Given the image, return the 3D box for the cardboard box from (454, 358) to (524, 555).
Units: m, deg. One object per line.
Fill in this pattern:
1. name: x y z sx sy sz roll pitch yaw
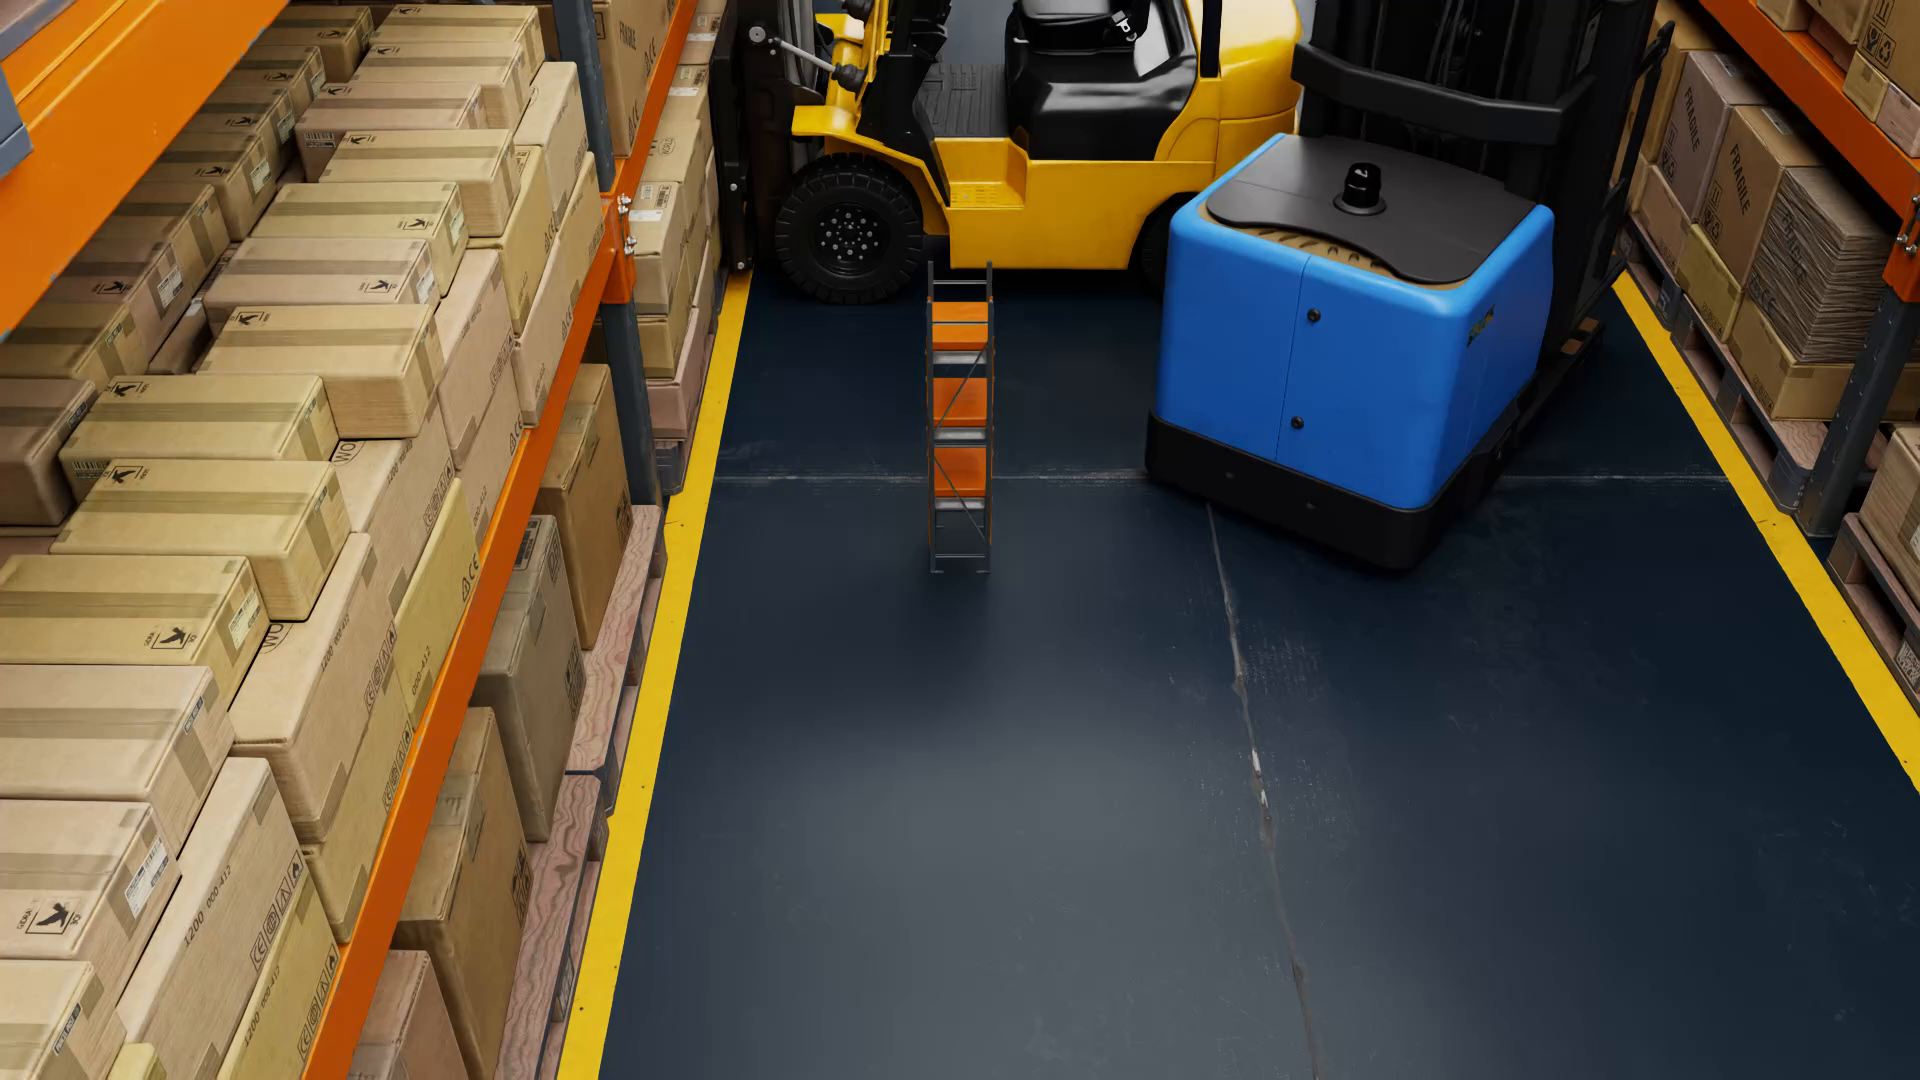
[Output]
1. cardboard box: -1.297 -0.207 3.730 0.500 0.250 0.500 0 39 0

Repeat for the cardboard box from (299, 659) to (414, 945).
1. cardboard box: -1.290 0.440 2.922 0.500 0.250 0.500 -1 39 -2

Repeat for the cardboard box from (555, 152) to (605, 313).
1. cardboard box: -1.273 -0.832 4.510 0.500 0.250 0.500 1 39 1

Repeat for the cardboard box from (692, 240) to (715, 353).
1. cardboard box: -1.221 -0.917 6.358 0.500 0.250 0.500 -1 39 -1

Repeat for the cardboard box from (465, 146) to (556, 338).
1. cardboard box: -1.271 -0.714 3.962 0.500 0.250 0.500 -1 39 -1

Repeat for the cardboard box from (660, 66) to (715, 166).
1. cardboard box: -1.224 -1.620 6.437 0.500 0.250 0.500 1 39 1

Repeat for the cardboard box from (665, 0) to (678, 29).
1. cardboard box: -1.293 -2.165 5.973 0.500 0.500 0.500 0 39 0

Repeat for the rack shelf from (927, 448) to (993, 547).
1. rack shelf: 0.000 -0.151 5.560 0.215 0.259 0.240 0 39 0

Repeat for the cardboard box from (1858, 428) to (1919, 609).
1. cardboard box: 3.432 -0.022 5.144 0.950 0.372 0.625 0 39 1

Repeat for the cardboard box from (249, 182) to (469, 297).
1. cardboard box: -1.276 -0.642 3.553 0.380 0.149 0.250 -1 39 -1

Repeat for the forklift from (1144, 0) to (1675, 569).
1. forklift: 1.922 -1.927 5.811 1.130 2.935 3.031 24 44 27

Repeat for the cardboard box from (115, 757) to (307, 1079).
1. cardboard box: -1.286 0.568 2.362 0.500 0.250 0.500 1 39 1

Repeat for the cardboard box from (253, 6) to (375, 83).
1. cardboard box: -1.749 -1.278 4.347 0.380 0.149 0.250 -1 39 -1

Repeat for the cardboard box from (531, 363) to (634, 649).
1. cardboard box: -1.523 -0.117 5.060 0.875 0.625 0.625 2 39 2

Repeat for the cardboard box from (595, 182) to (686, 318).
1. cardboard box: -1.222 -0.989 5.649 0.500 0.250 0.500 -1 39 -1

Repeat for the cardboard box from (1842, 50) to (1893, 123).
1. cardboard box: 3.116 -1.470 5.387 0.380 0.149 0.250 1 39 1

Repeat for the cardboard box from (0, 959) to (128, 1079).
1. cardboard box: -1.238 0.637 1.958 0.380 0.149 0.250 1 39 1

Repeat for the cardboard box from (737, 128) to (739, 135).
1. cardboard box: -1.217 -1.556 7.156 0.500 0.250 0.500 1 39 1

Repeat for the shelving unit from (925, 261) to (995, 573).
1. shelving unit: 0.000 -0.376 5.380 0.215 1.050 0.252 0 39 0

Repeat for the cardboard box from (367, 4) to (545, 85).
1. cardboard box: -1.313 -1.284 4.355 0.380 0.149 0.250 1 39 2

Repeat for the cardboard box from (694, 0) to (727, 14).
1. cardboard box: -1.210 -2.266 7.242 0.500 0.250 0.500 0 39 1

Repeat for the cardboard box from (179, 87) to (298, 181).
1. cardboard box: -1.802 -0.954 3.943 0.380 0.149 0.250 0 39 0

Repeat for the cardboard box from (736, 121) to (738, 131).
1. cardboard box: -1.218 -1.740 6.985 0.500 0.250 0.500 0 39 0

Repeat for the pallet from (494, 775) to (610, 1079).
1. pallet: -1.491 1.108 4.199 1.003 0.211 1.213 0 39 0

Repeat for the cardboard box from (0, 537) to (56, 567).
1. cardboard box: -1.809 0.245 2.765 0.500 0.250 0.500 0 39 0

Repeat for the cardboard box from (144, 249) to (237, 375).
1. cardboard box: -1.811 -0.389 3.557 0.500 0.250 0.500 -1 39 -1

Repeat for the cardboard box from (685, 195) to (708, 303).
1. cardboard box: -1.229 -1.109 6.199 0.500 0.250 0.500 0 39 0

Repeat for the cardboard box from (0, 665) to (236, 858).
1. cardboard box: -1.277 0.313 2.362 0.380 0.149 0.250 0 39 0

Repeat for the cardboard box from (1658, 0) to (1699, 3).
1. cardboard box: 3.154 -2.250 7.422 0.500 0.500 0.500 -1 39 -2

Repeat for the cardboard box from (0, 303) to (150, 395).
1. cardboard box: -1.794 -0.324 3.157 0.380 0.149 0.250 0 39 0

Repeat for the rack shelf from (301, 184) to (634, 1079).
1. rack shelf: -1.533 0.326 3.520 1.077 0.370 4.000 0 39 0

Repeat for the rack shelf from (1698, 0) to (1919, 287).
1. rack shelf: 3.426 -2.182 6.649 1.077 0.370 4.000 0 39 0

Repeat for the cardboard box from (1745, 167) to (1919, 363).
1. cardboard box: 3.160 -0.965 5.819 0.500 0.500 0.500 -1 39 -1

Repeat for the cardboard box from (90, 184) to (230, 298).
1. cardboard box: -1.806 -0.638 3.549 0.380 0.149 0.250 0 39 0

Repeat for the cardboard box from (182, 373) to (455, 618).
1. cardboard box: -1.294 -0.078 3.169 0.500 0.250 0.500 0 39 1

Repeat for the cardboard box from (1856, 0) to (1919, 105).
1. cardboard box: 3.179 -1.644 5.085 0.500 0.500 0.500 -1 39 -1

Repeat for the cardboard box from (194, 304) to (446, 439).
1. cardboard box: -1.204 -0.320 3.151 0.380 0.149 0.250 -1 39 -1

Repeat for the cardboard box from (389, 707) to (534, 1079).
1. cardboard box: -1.527 0.839 3.868 0.875 0.625 0.625 -2 39 -2

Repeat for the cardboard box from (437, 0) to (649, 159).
1. cardboard box: -1.274 -1.522 5.171 0.500 0.500 0.500 -1 39 -1

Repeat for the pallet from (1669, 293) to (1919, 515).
1. pallet: 3.393 -0.543 6.259 1.003 0.211 1.213 0 39 0

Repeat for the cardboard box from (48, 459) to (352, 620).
1. cardboard box: -1.248 -0.003 2.756 0.380 0.149 0.250 1 39 1

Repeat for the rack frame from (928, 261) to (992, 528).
1. rack frame: 0.000 -0.453 5.475 0.200 1.050 0.008 0 39 0

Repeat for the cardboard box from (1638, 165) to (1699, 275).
1. cardboard box: 3.153 -1.323 6.865 0.500 0.250 0.500 1 39 1

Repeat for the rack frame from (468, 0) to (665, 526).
1. rack frame: -1.535 -1.206 4.856 1.000 3.000 0.127 0 39 0

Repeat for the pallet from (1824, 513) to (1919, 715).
1. pallet: 3.431 0.363 5.128 1.003 0.211 1.213 0 39 0

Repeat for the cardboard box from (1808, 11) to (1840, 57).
1. cardboard box: 3.208 -1.789 5.785 0.380 0.149 0.250 -1 39 -1

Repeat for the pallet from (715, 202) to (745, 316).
1. pallet: -1.498 -1.380 7.303 1.003 0.211 1.213 0 39 0

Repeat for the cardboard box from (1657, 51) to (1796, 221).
1. cardboard box: 3.156 -1.602 6.614 0.500 0.500 0.500 2 39 2

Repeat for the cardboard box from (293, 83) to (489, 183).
1. cardboard box: -1.347 -0.970 3.963 0.380 0.149 0.250 0 39 0

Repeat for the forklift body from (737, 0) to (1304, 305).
1. forklift body: 0.287 -2.191 6.765 2.313 2.155 1.214 0 39 0

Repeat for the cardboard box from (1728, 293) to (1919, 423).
1. cardboard box: 3.159 -0.672 6.053 0.500 0.250 0.500 2 39 2
